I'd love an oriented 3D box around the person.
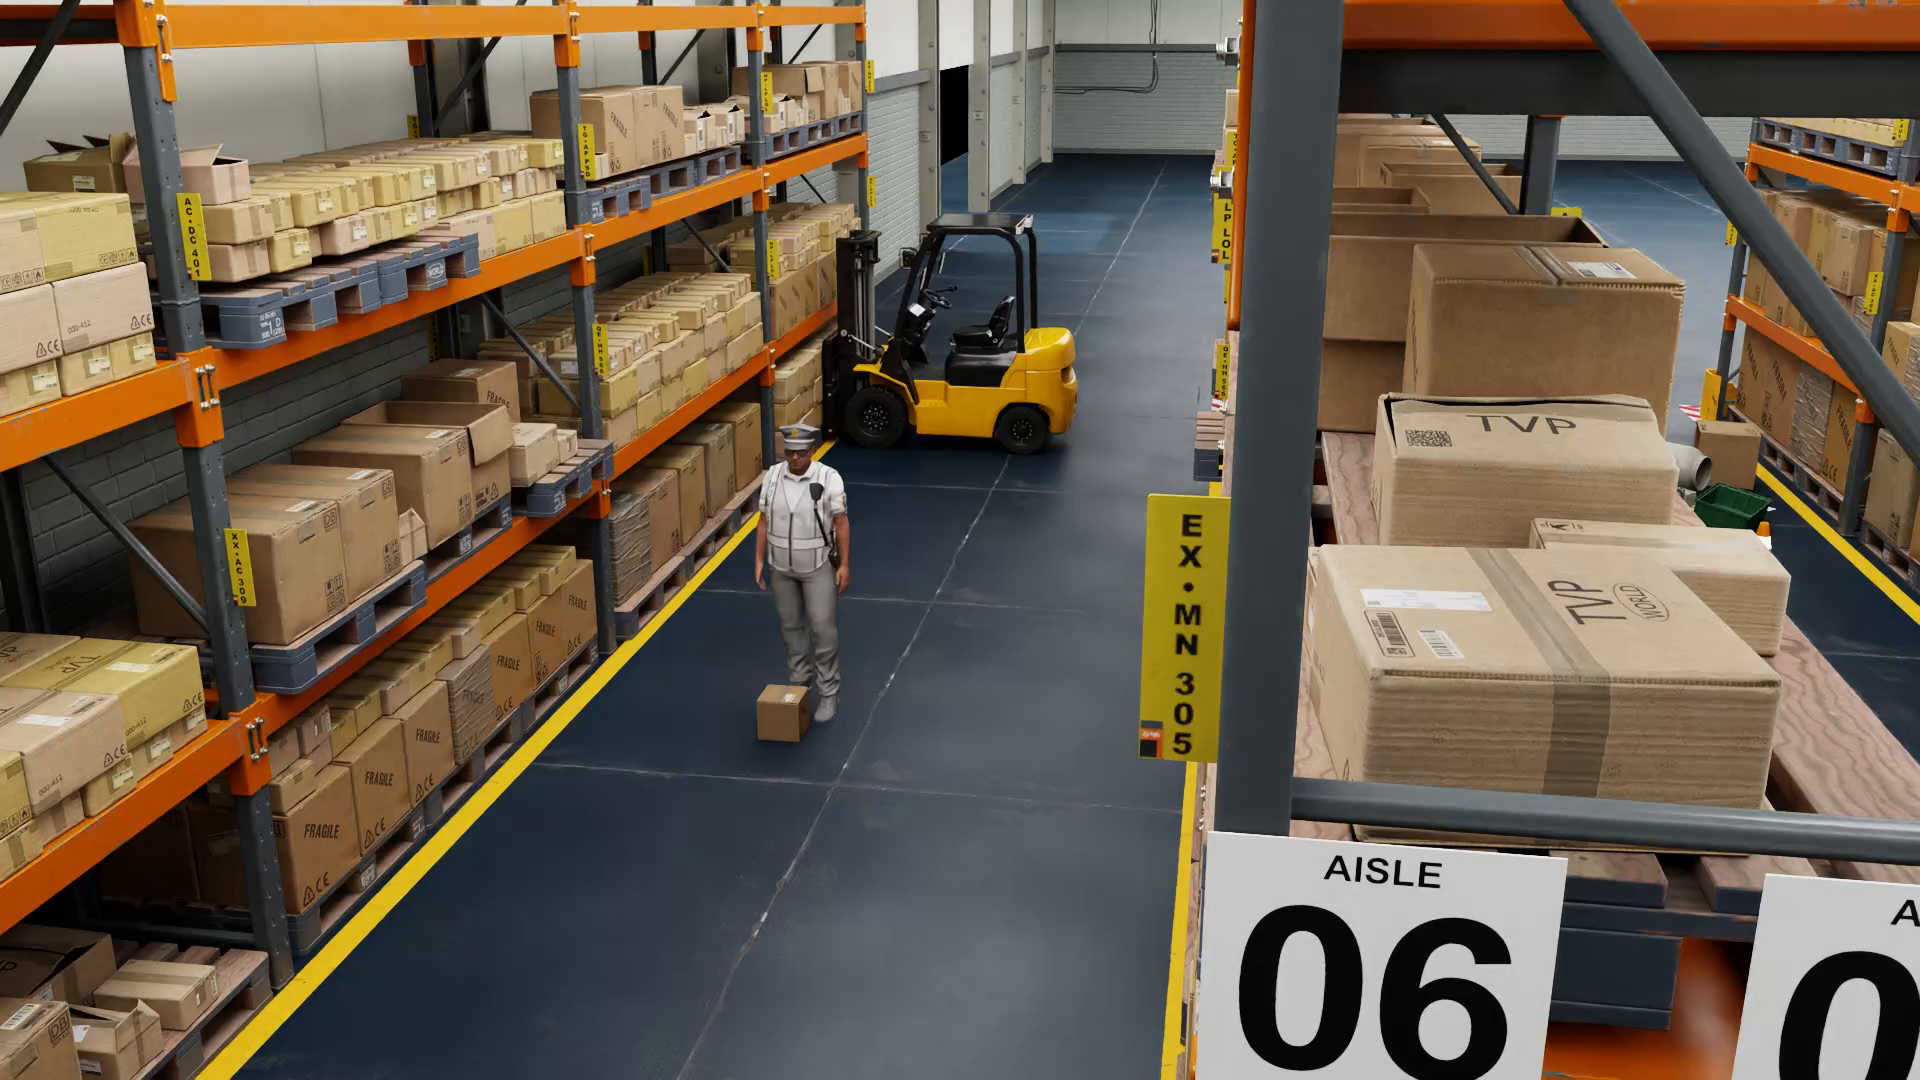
[{"bbox_3d":[-0.977,0.180,9.997,0.581,1.784,0.534,5,18,14],"label":"person"}]
